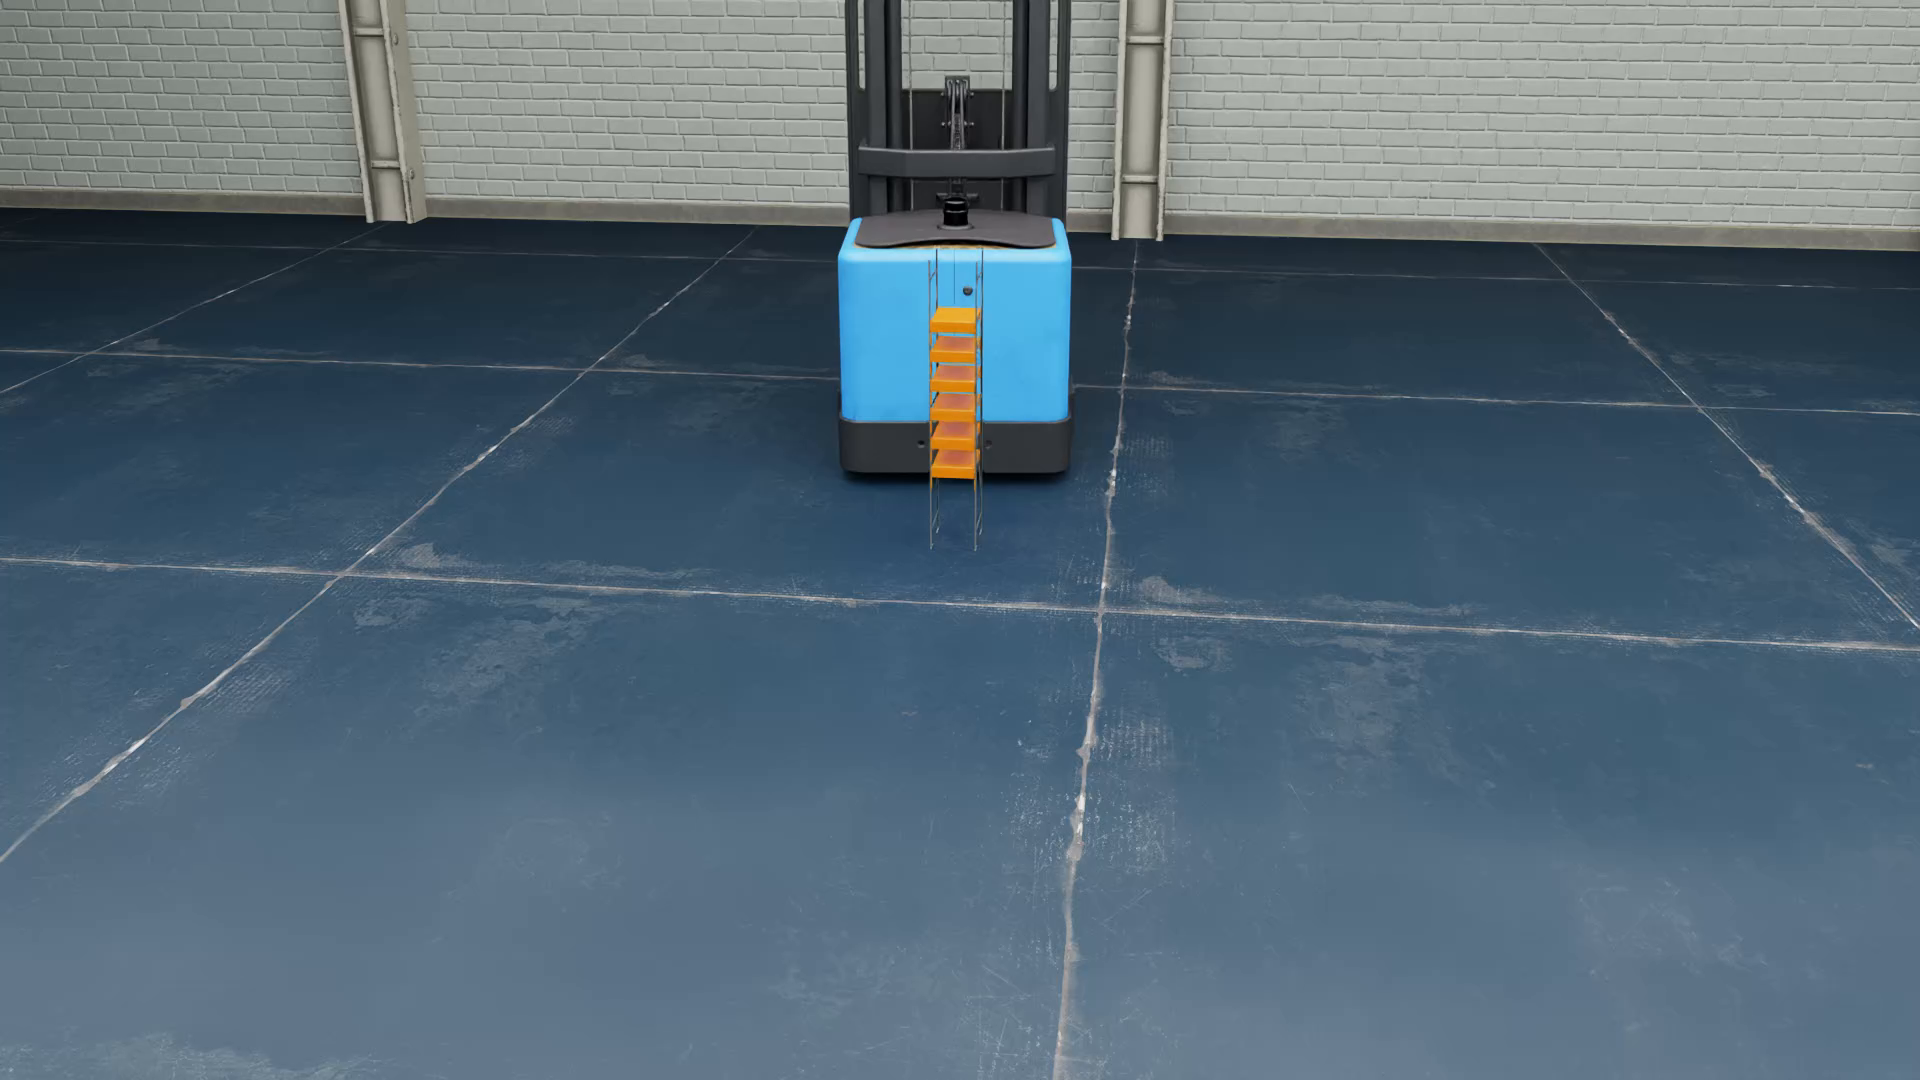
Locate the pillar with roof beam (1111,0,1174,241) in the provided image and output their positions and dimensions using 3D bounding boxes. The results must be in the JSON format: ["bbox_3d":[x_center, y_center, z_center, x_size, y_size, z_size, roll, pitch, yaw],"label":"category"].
[{"bbox_3d":[0.870,-4.968,7.266,0.400,9.000,9.100,2,22,6],"label":"pillar with roof beam"}]

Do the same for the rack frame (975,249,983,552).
[{"bbox_3d":[0.076,-0.555,6.711,0.006,1.200,0.240,2,22,6],"label":"rack frame"}]

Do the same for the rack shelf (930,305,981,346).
[{"bbox_3d":[-0.014,-0.852,6.605,0.180,0.103,0.258,2,22,6],"label":"rack shelf"}]

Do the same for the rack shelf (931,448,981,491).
[{"bbox_3d":[-0.014,-0.294,6.825,0.180,0.103,0.258,2,22,6],"label":"rack shelf"}]

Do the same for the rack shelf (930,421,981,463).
[{"bbox_3d":[-0.014,-0.406,6.781,0.180,0.103,0.258,2,22,6],"label":"rack shelf"}]

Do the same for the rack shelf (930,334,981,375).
[{"bbox_3d":[-0.014,-0.740,6.649,0.180,0.103,0.258,2,22,6],"label":"rack shelf"}]

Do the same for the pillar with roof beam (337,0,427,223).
[{"bbox_3d":[-5.089,-5.227,7.922,0.400,9.000,9.100,2,22,6],"label":"pillar with roof beam"}]

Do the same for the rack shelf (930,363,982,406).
[{"bbox_3d":[-0.014,-0.629,6.693,0.180,0.103,0.258,2,22,6],"label":"rack shelf"}]

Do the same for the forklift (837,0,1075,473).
[{"bbox_3d":[-0.007,-2.156,8.406,1.130,2.935,3.031,0,22,1],"label":"forklift"}]

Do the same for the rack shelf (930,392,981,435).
[{"bbox_3d":[-0.014,-0.517,6.737,0.180,0.103,0.258,2,22,6],"label":"rack shelf"}]

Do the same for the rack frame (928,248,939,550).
[{"bbox_3d":[-0.105,-0.563,6.731,0.006,1.200,0.240,2,22,6],"label":"rack frame"}]

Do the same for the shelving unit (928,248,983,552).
[{"bbox_3d":[-0.014,-0.559,6.721,0.189,1.200,0.258,2,22,6],"label":"shelving unit"}]
